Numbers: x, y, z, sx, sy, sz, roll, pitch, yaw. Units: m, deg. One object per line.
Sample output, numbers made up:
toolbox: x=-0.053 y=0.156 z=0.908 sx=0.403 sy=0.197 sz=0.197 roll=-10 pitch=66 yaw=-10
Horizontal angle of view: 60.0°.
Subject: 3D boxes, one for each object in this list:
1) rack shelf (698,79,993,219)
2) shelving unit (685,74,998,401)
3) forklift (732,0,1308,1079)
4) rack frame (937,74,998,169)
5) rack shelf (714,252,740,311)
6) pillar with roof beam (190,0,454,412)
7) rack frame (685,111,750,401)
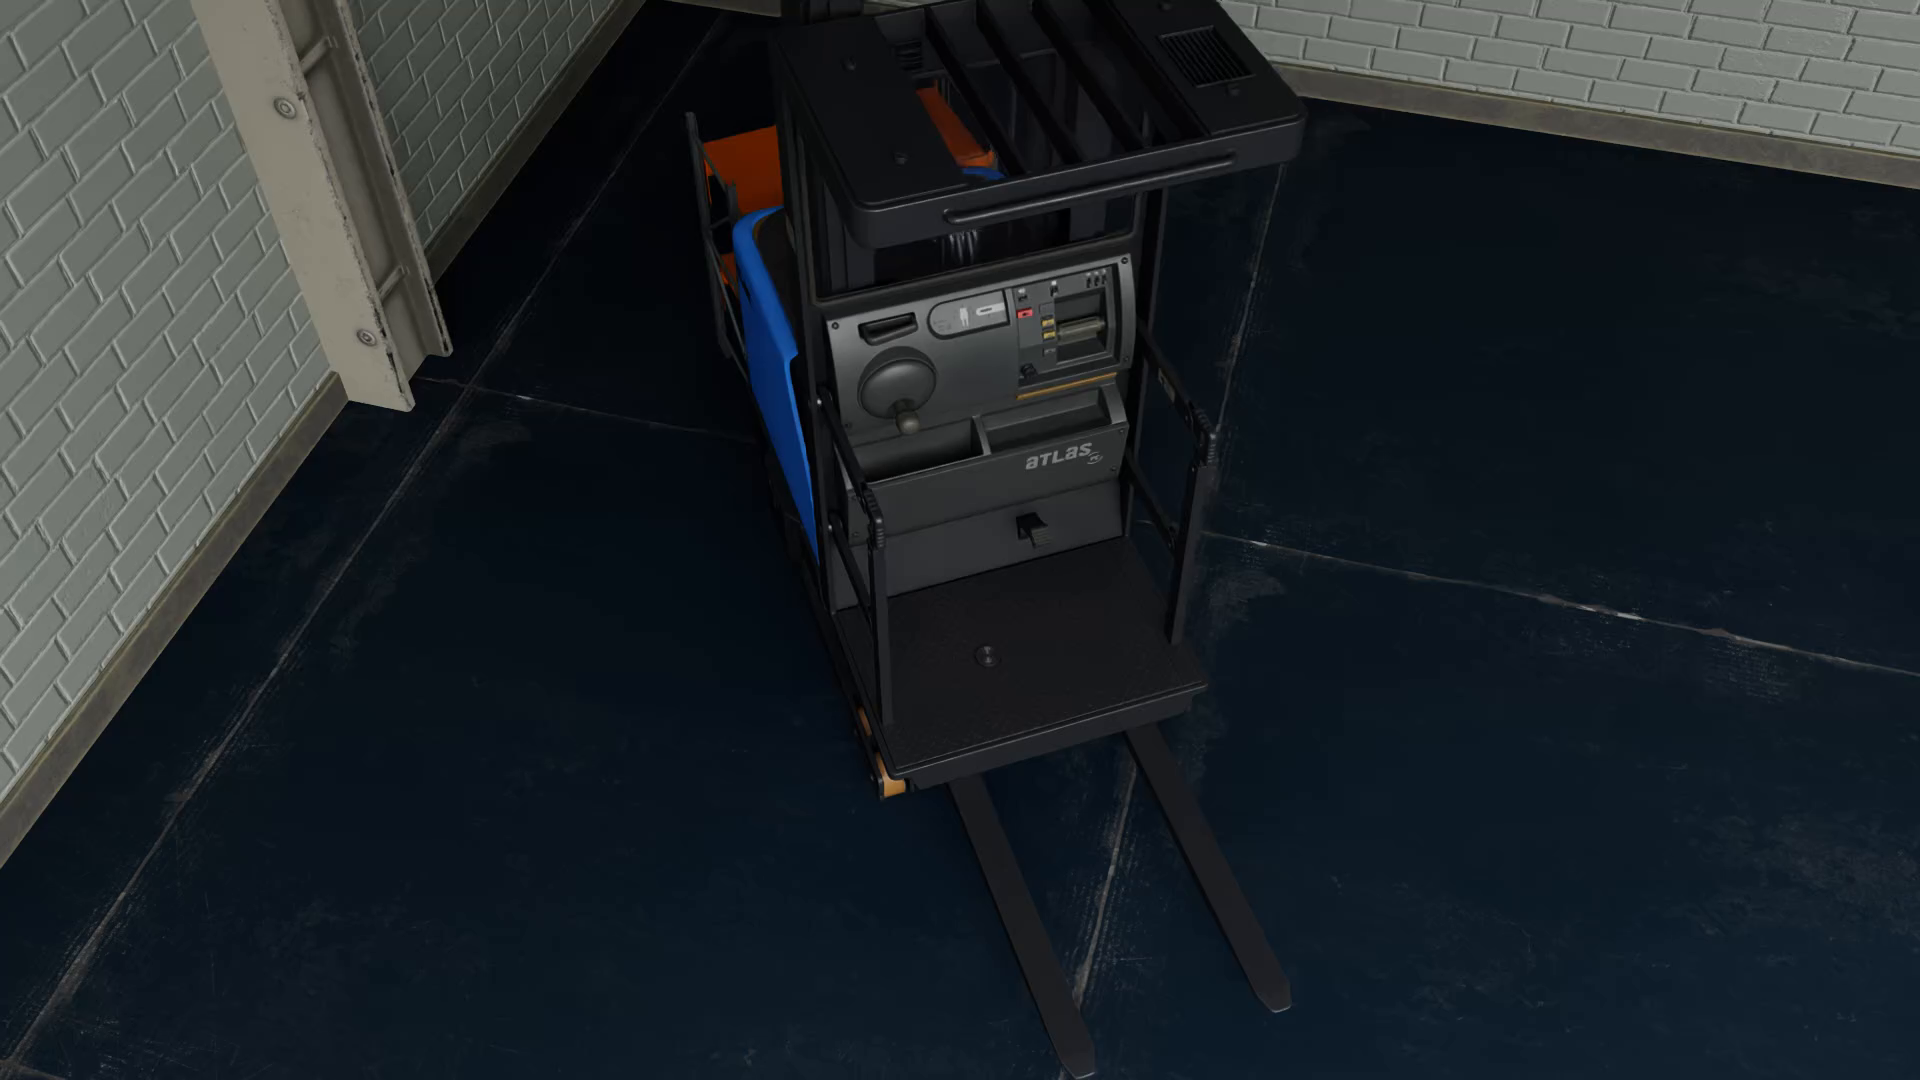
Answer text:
rack shelf: x=-0.438 y=-1.389 z=6.335 sx=1.000 sy=0.278 sz=0.538 roll=-18 pitch=51 yaw=-16
shelving unit: x=-0.438 y=-1.196 z=6.555 sx=1.048 sy=1.125 sz=0.538 roll=-18 pitch=51 yaw=-16
forklift: x=0.144 y=-0.475 z=4.714 sx=1.130 sy=2.935 sz=3.031 roll=-14 pitch=50 yaw=-12
rack frame: x=0.026 y=-1.351 z=6.692 sx=0.032 sy=1.125 sz=0.500 roll=-18 pitch=51 yaw=-16
rack shelf: x=-0.438 y=-1.034 z=6.738 sx=1.000 sy=0.278 sz=0.538 roll=-18 pitch=51 yaw=-16
pillar with roof beam: x=1.837 y=-2.818 z=2.735 sx=9.100 sy=9.000 sz=0.400 roll=12 pitch=50 yaw=10
rack frame: x=-0.902 y=-1.040 z=6.418 sx=0.032 sy=1.125 sz=0.500 roll=-18 pitch=51 yaw=-16
